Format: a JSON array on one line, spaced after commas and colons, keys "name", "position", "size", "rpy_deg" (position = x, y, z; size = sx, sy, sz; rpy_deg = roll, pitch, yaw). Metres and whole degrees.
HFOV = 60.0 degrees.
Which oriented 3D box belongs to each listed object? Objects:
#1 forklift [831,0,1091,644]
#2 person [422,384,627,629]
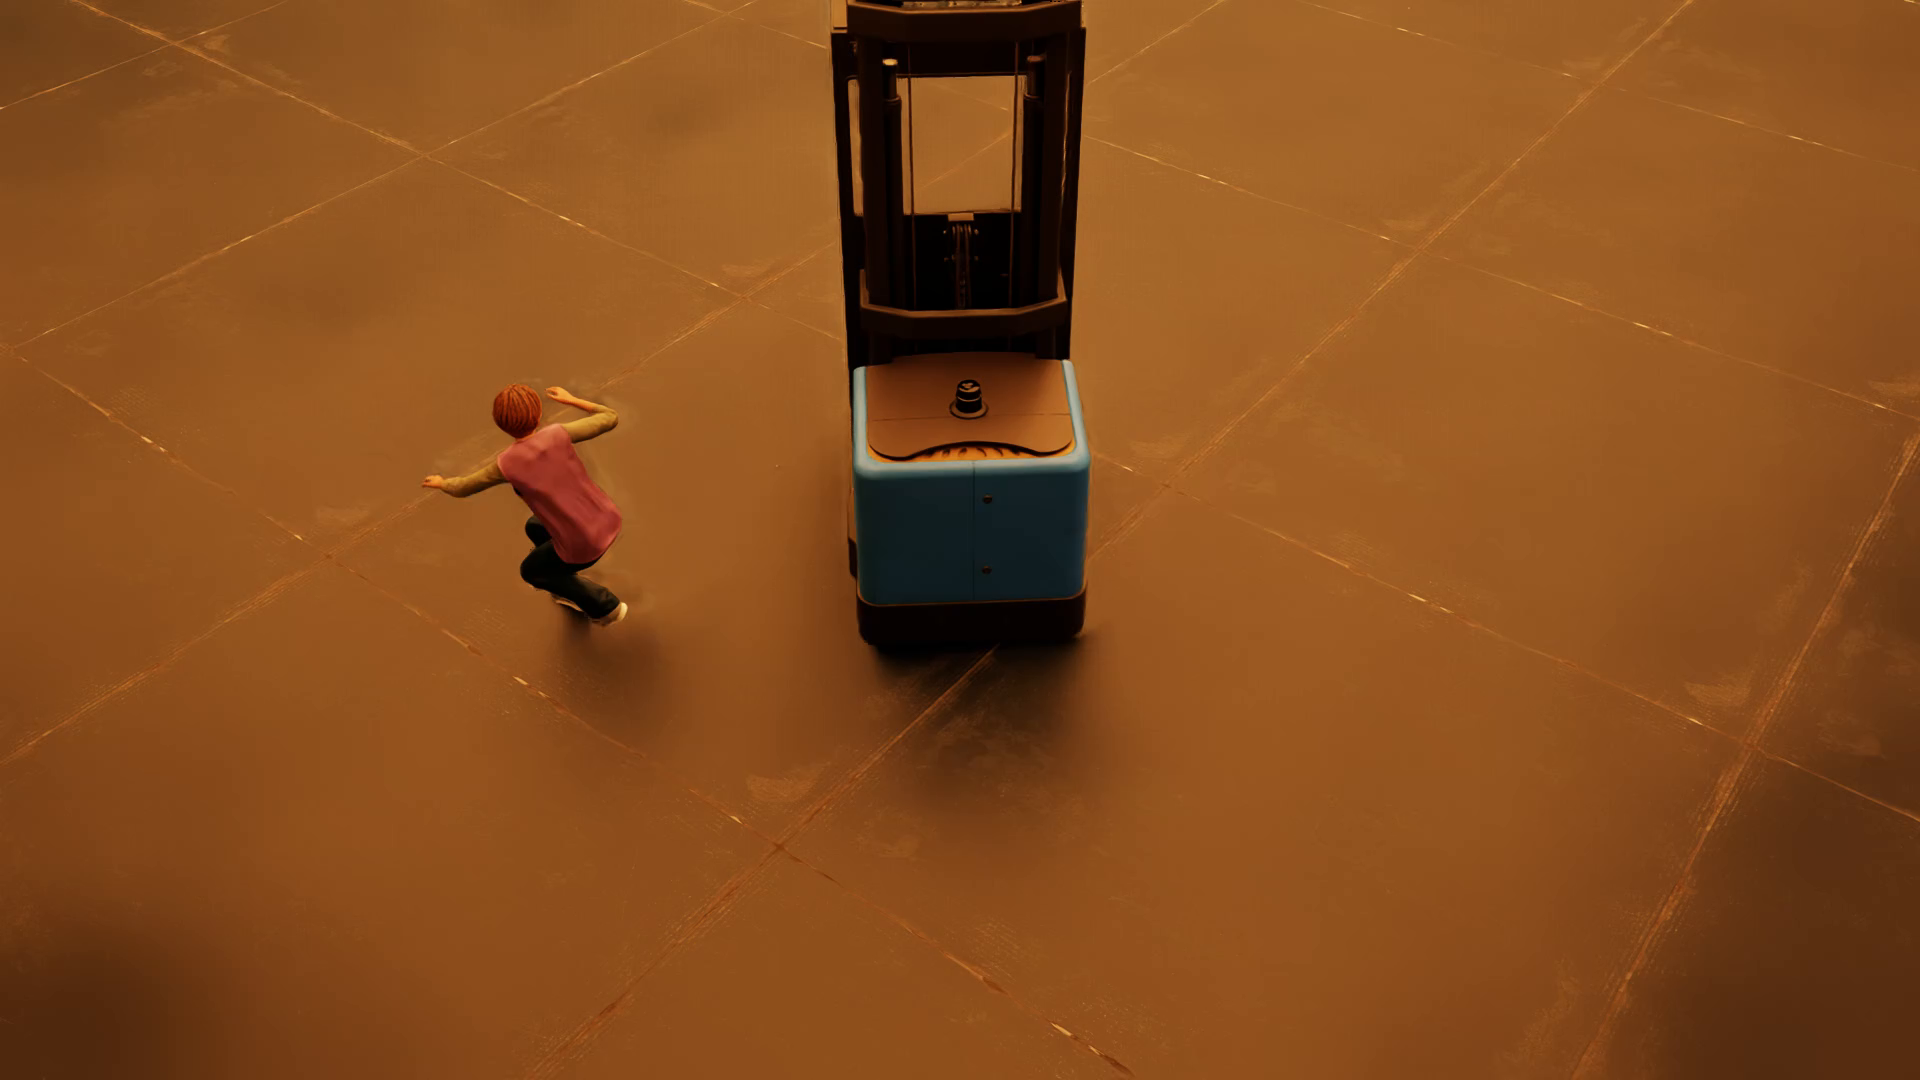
[{"name": "forklift", "position": [-0.021, -1.575, 7.921], "size": [1.130, 2.935, 3.031], "rpy_deg": [-2, 40, -2]}, {"name": "person", "position": [-1.920, -0.179, 7.530], "size": [0.922, 1.330, 0.652], "rpy_deg": [19, 44, 21]}]
